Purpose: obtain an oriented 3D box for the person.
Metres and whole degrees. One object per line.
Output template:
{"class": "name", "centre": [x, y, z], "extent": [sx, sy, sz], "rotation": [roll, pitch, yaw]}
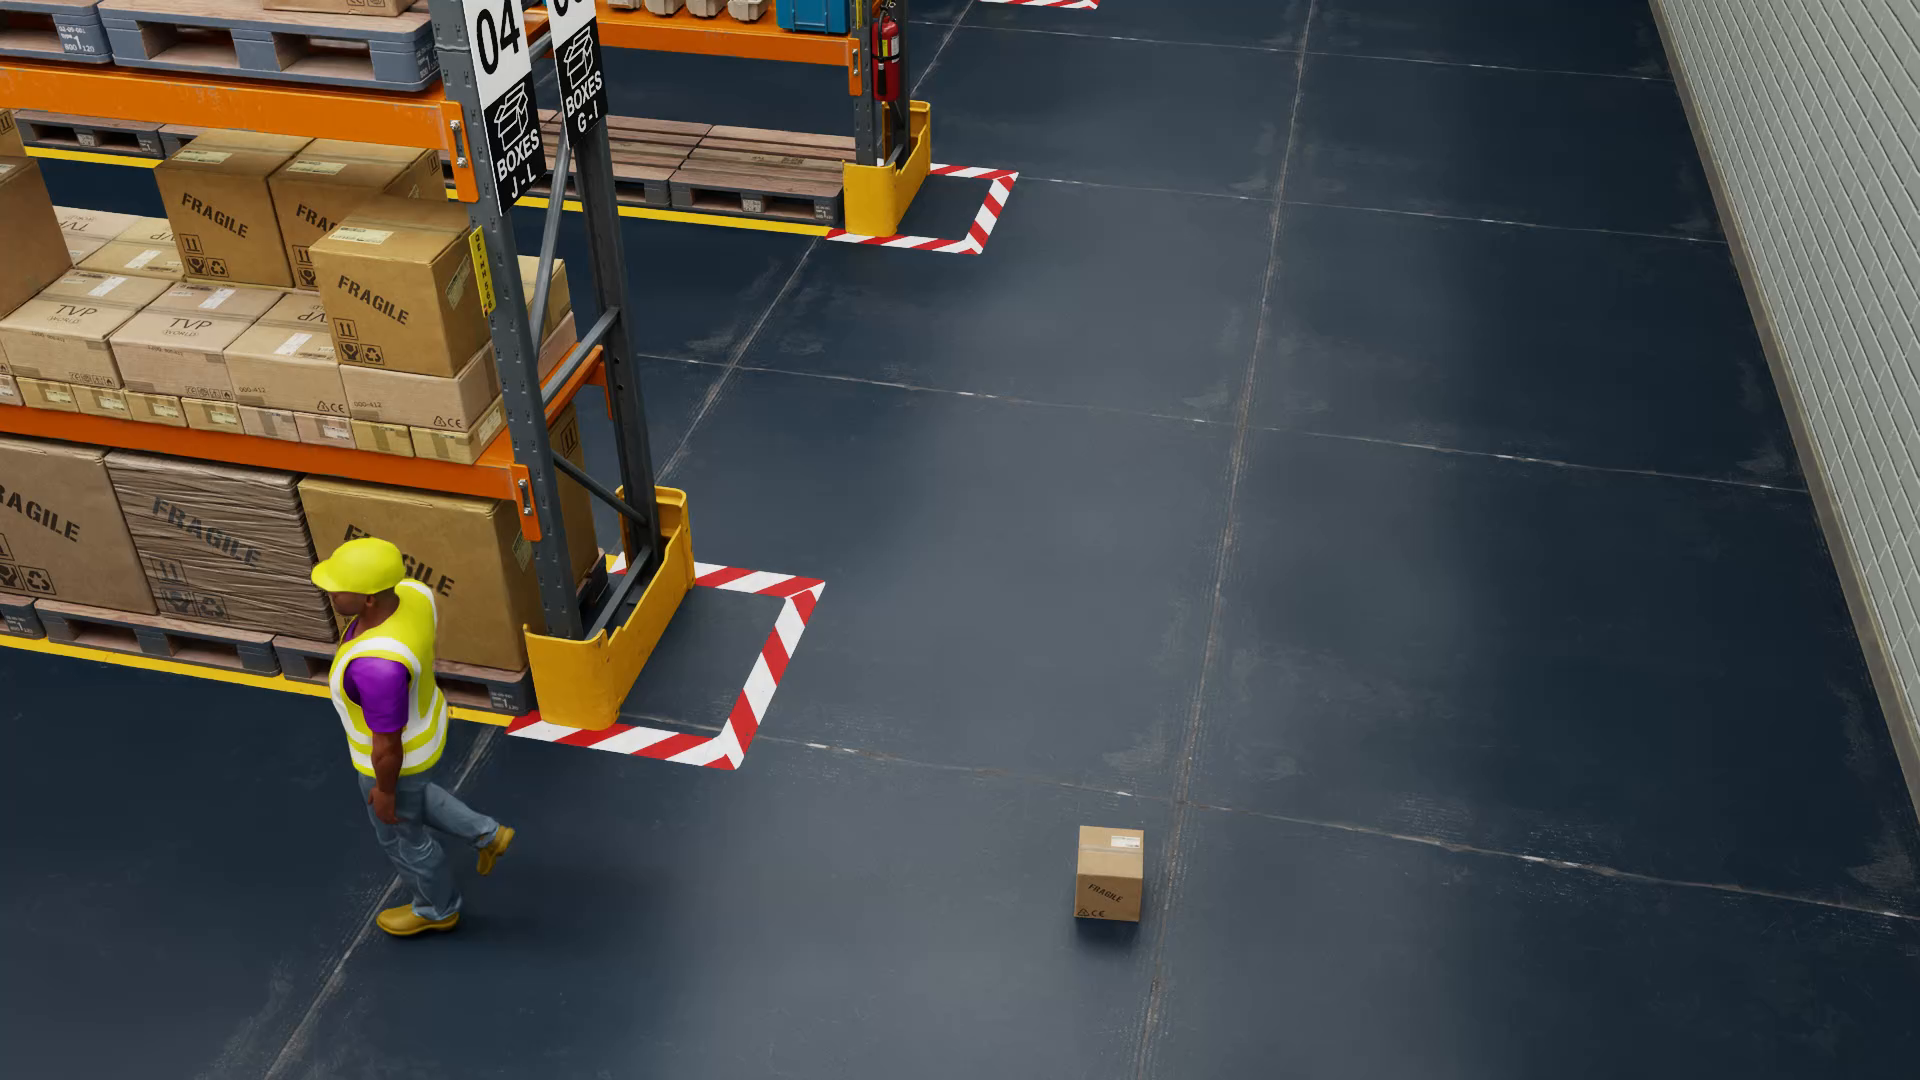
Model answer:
{"class": "person", "centre": [-1.969, 0.711, 5.938], "extent": [0.540, 1.757, 0.591], "rotation": [-3, 37, -4]}
